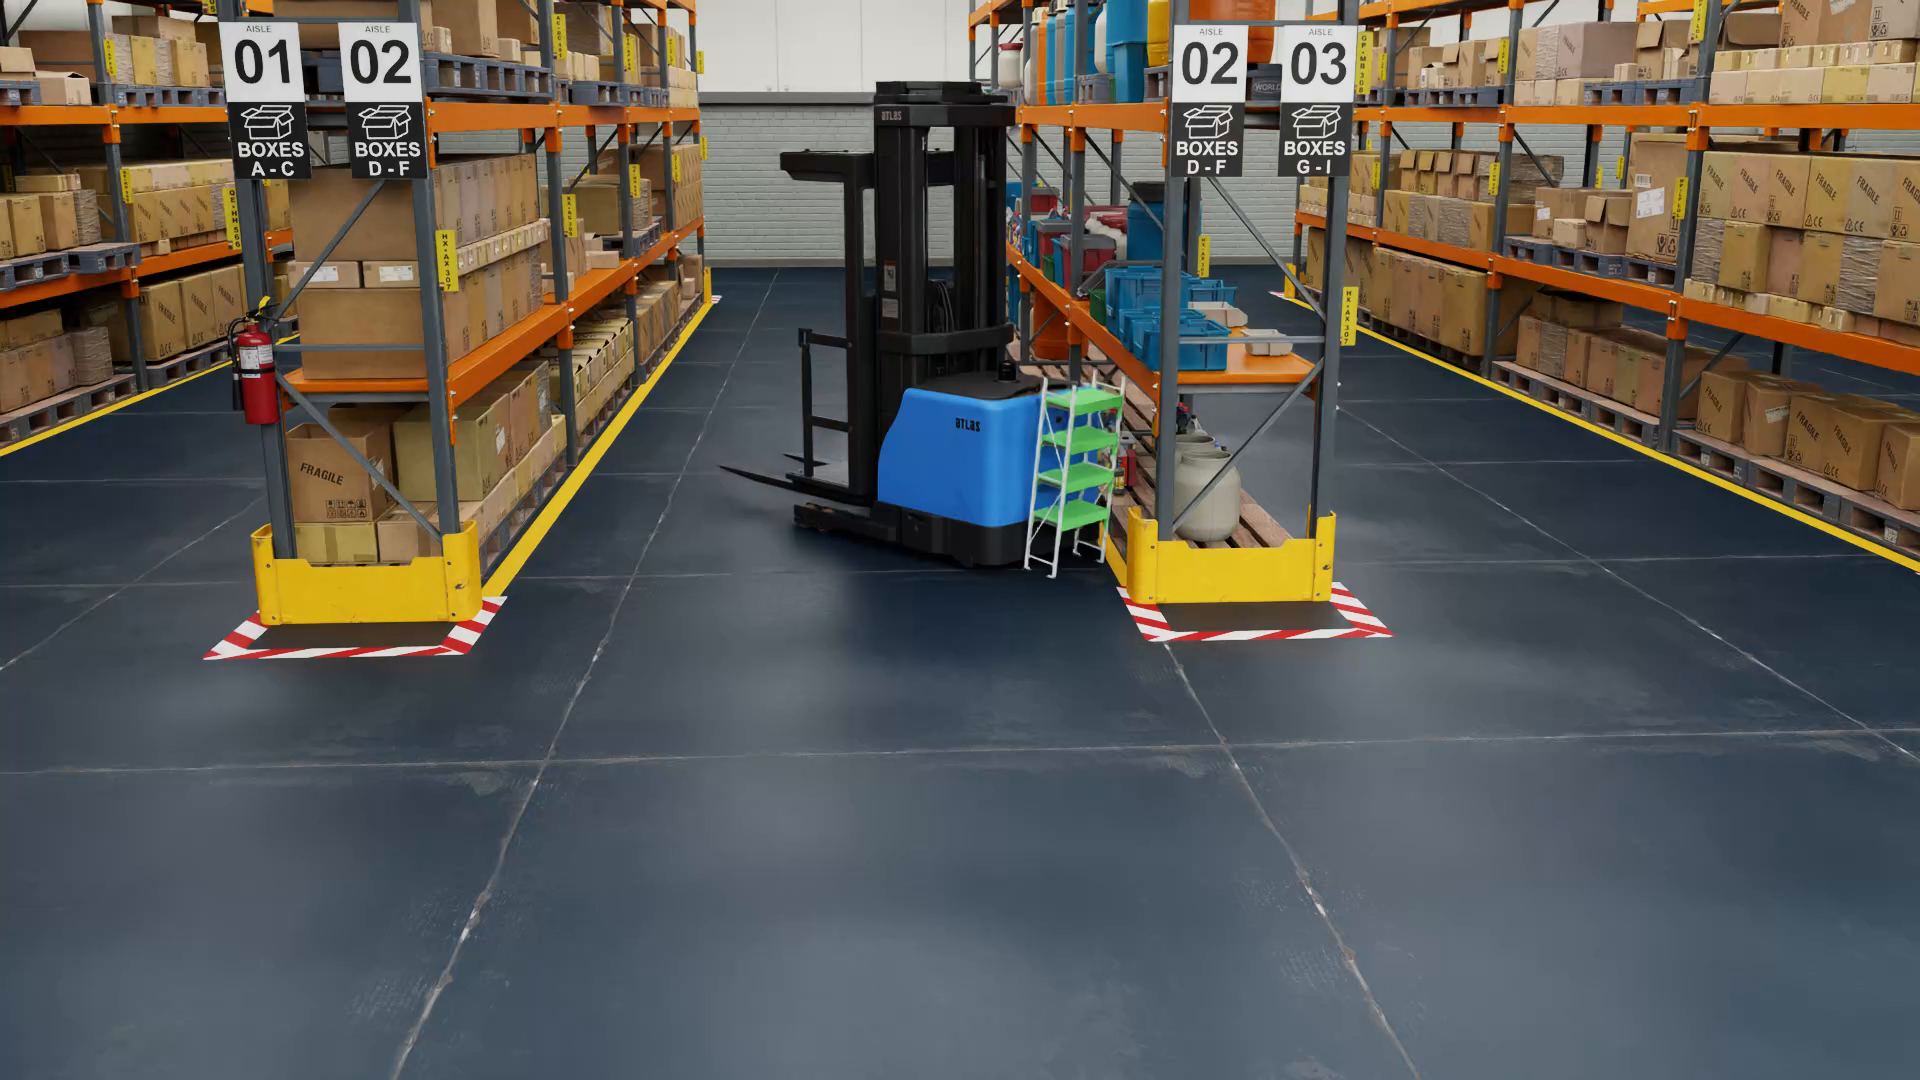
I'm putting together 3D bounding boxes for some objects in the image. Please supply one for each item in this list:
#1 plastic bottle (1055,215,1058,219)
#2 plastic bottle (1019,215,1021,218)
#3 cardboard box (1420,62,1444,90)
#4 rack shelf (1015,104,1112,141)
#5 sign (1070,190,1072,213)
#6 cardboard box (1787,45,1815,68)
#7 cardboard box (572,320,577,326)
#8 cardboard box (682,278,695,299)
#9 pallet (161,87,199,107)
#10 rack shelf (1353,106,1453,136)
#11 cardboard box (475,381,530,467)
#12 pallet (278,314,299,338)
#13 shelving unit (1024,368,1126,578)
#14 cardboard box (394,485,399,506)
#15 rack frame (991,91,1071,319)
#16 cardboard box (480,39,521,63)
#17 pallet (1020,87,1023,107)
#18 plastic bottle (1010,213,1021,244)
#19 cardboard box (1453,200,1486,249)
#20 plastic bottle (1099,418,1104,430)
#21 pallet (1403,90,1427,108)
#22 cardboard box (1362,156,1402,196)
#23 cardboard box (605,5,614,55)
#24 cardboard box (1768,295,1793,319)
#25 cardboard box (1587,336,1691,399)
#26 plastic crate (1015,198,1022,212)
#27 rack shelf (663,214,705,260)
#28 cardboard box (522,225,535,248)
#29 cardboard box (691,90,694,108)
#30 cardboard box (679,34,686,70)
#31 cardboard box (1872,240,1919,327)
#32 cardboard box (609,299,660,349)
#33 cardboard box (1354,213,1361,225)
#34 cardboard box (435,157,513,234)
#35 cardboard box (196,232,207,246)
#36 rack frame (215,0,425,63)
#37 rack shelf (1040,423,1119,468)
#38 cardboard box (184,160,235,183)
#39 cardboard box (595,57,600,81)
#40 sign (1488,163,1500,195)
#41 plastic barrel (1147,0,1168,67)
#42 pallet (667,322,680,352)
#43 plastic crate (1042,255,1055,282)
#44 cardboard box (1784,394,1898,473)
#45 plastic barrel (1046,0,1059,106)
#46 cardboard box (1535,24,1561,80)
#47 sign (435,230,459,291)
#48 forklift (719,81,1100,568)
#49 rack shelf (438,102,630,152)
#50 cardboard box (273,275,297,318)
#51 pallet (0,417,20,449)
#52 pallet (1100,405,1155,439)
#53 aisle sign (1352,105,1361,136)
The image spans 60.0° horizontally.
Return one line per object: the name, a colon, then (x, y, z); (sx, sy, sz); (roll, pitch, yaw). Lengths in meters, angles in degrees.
plastic bottle: (1.161, -3.721, 19.727); (0.097, 0.271, 0.097); (0, 14, 0)
plastic bottle: (0.742, -3.690, 19.598); (0.152, 0.276, 0.135); (-1, 14, -3)
cardboard box: (5.805, -5.514, 19.755); (0.500, 0.311, 0.500); (-1, 14, -5)
rack shelf: (1.008, -4.706, 18.722); (1.077, 0.370, 4.000); (-1, 14, -3)
sign: (1.433, -4.241, 20.936); (0.100, 0.325, 0.005); (-1, 14, -3)
cardboard box: (6.103, -3.413, 11.752); (0.380, 0.149, 0.250); (-1, 14, -4)
cardboard box: (-4.073, -2.037, 16.475); (0.500, 0.311, 0.500); (0, 14, -2)
cardboard box: (-4.000, -3.532, 23.369); (0.500, 0.250, 0.500); (-1, 14, -3)
pallet: (-8.921, -4.750, 17.828); (1.003, 0.211, 1.213); (0, 14, -1)
rack shelf: (5.703, -5.777, 22.885); (1.077, 0.370, 4.000); (-1, 14, -3)
cardboard box: (-3.218, -0.784, 11.225); (0.500, 0.500, 0.500); (-1, 14, -3)
pallet: (-8.973, -2.786, 21.432); (1.003, 0.211, 1.213); (-1, 14, -3)
shelving unit: (0.701, -0.411, 10.165); (0.258, 1.200, 0.503); (20, 24, 38)
cardboard box: (-3.688, -0.164, 10.320); (0.500, 0.250, 0.500); (-1, 14, -3)
rack frame: (0.884, -4.099, 20.939); (1.000, 3.000, 0.127); (-1, 14, -3)
cardboard box: (-3.217, -3.341, 11.351); (0.380, 0.149, 0.250); (-1, 14, -3)
pallet: (1.182, -4.657, 17.467); (1.003, 0.211, 1.213); (-1, 14, -3)
plastic bottle: (0.642, -3.499, 18.705); (0.144, 0.351, 0.185); (-1, 14, -3)
cardboard box: (5.772, -3.472, 18.302); (0.500, 0.500, 0.500); (-1, 14, -4)
plastic bottle: (1.027, -0.786, 12.494); (0.144, 0.351, 0.185); (-1, 15, -6)
pallet: (5.933, -5.308, 20.003); (0.805, 0.209, 1.217); (-1, 15, -6)
cardboard box: (5.532, -4.721, 21.552); (0.500, 0.500, 0.500); (0, 14, -2)
cardboard box: (-3.865, -5.250, 17.183); (0.500, 0.500, 0.500); (-1, 14, -3)
cardboard box: (6.138, -1.696, 12.102); (0.380, 0.149, 0.250); (-1, 14, -3)
cardboard box: (6.261, -1.600, 15.358); (0.700, 0.500, 0.500); (-2, 15, -8)
plastic crate: (0.973, -4.454, 22.433); (0.437, 0.282, 0.530); (-1, 14, -3)
rack shelf: (-4.184, -4.173, 22.668); (1.077, 0.370, 4.000); (-1, 14, -3)
cardboard box: (-3.302, -2.206, 12.077); (0.380, 0.149, 0.250); (-1, 14, -5)
cardboard box: (-3.993, -6.150, 23.192); (0.500, 0.250, 0.500); (-1, 14, -3)
cardboard box: (-4.260, -6.876, 23.505); (0.700, 0.500, 0.500); (-1, 14, -3)
cardboard box: (6.413, -1.644, 10.597); (0.875, 0.500, 0.500); (-1, 14, -3)
cardboard box: (-3.619, -2.404, 18.483); (0.500, 0.500, 0.500); (-1, 14, -4)
cardboard box: (5.450, -4.253, 22.039); (0.380, 0.149, 0.250); (-1, 14, -4)
cardboard box: (-3.468, -2.350, 11.337); (0.700, 0.500, 0.500); (-1, 14, -3)
cardboard box: (-8.661, -3.372, 18.575); (0.380, 0.149, 0.250); (0, 14, -2)
rack frame: (-3.317, -3.945, 8.299); (1.000, 3.000, 0.127); (-1, 14, -3)
rack shelf: (0.716, -0.577, 10.109); (0.258, 0.148, 0.480); (20, 24, 38)
cardboard box: (-8.698, -4.272, 19.268); (0.500, 0.250, 0.500); (-1, 14, -2)
cardboard box: (-3.728, -4.500, 15.936); (0.500, 0.250, 0.500); (-2, 15, -8)
sign: (5.521, -3.732, 17.189); (0.100, 0.325, 0.005); (-1, 14, -3)
plastic barrel: (1.430, -3.144, 9.984); (0.600, 0.588, 0.600); (0, 14, 0)
pallet: (-3.972, -2.471, 20.209); (1.003, 0.211, 1.213); (-1, 14, -3)
plastic crate: (0.990, -2.436, 14.899); (0.450, 0.188, 0.662); (-1, 14, -3)
cardboard box: (6.468, -0.783, 12.225); (0.500, 0.500, 0.500); (-2, 15, -8)
plastic barrel: (1.050, -4.254, 14.513); (0.600, 0.901, 0.708); (-1, 14, -3)
cardboard box: (5.875, -4.677, 15.961); (0.500, 0.500, 0.500); (-1, 14, -3)
sign: (-2.762, -1.504, 8.956); (0.100, 0.325, 0.005); (-1, 14, -3)
forklift: (-0.485, -1.543, 11.141); (1.130, 2.935, 3.031); (-14, 20, -43)
rack shelf: (-3.688, -3.636, 14.562); (1.077, 0.370, 4.000); (-1, 14, -3)
cardboard box: (-8.948, -3.127, 21.333); (0.700, 0.500, 0.500); (-1, 14, -3)
pallet: (-8.558, -0.800, 13.712); (1.003, 0.211, 1.213); (-1, 14, -3)
pallet: (1.292, -0.954, 14.310); (1.003, 0.211, 1.213); (-1, 14, -3)
aisle sign: (5.874, -6.452, 24.866); (0.394, 0.787, 0.004); (-1, 14, -3)
